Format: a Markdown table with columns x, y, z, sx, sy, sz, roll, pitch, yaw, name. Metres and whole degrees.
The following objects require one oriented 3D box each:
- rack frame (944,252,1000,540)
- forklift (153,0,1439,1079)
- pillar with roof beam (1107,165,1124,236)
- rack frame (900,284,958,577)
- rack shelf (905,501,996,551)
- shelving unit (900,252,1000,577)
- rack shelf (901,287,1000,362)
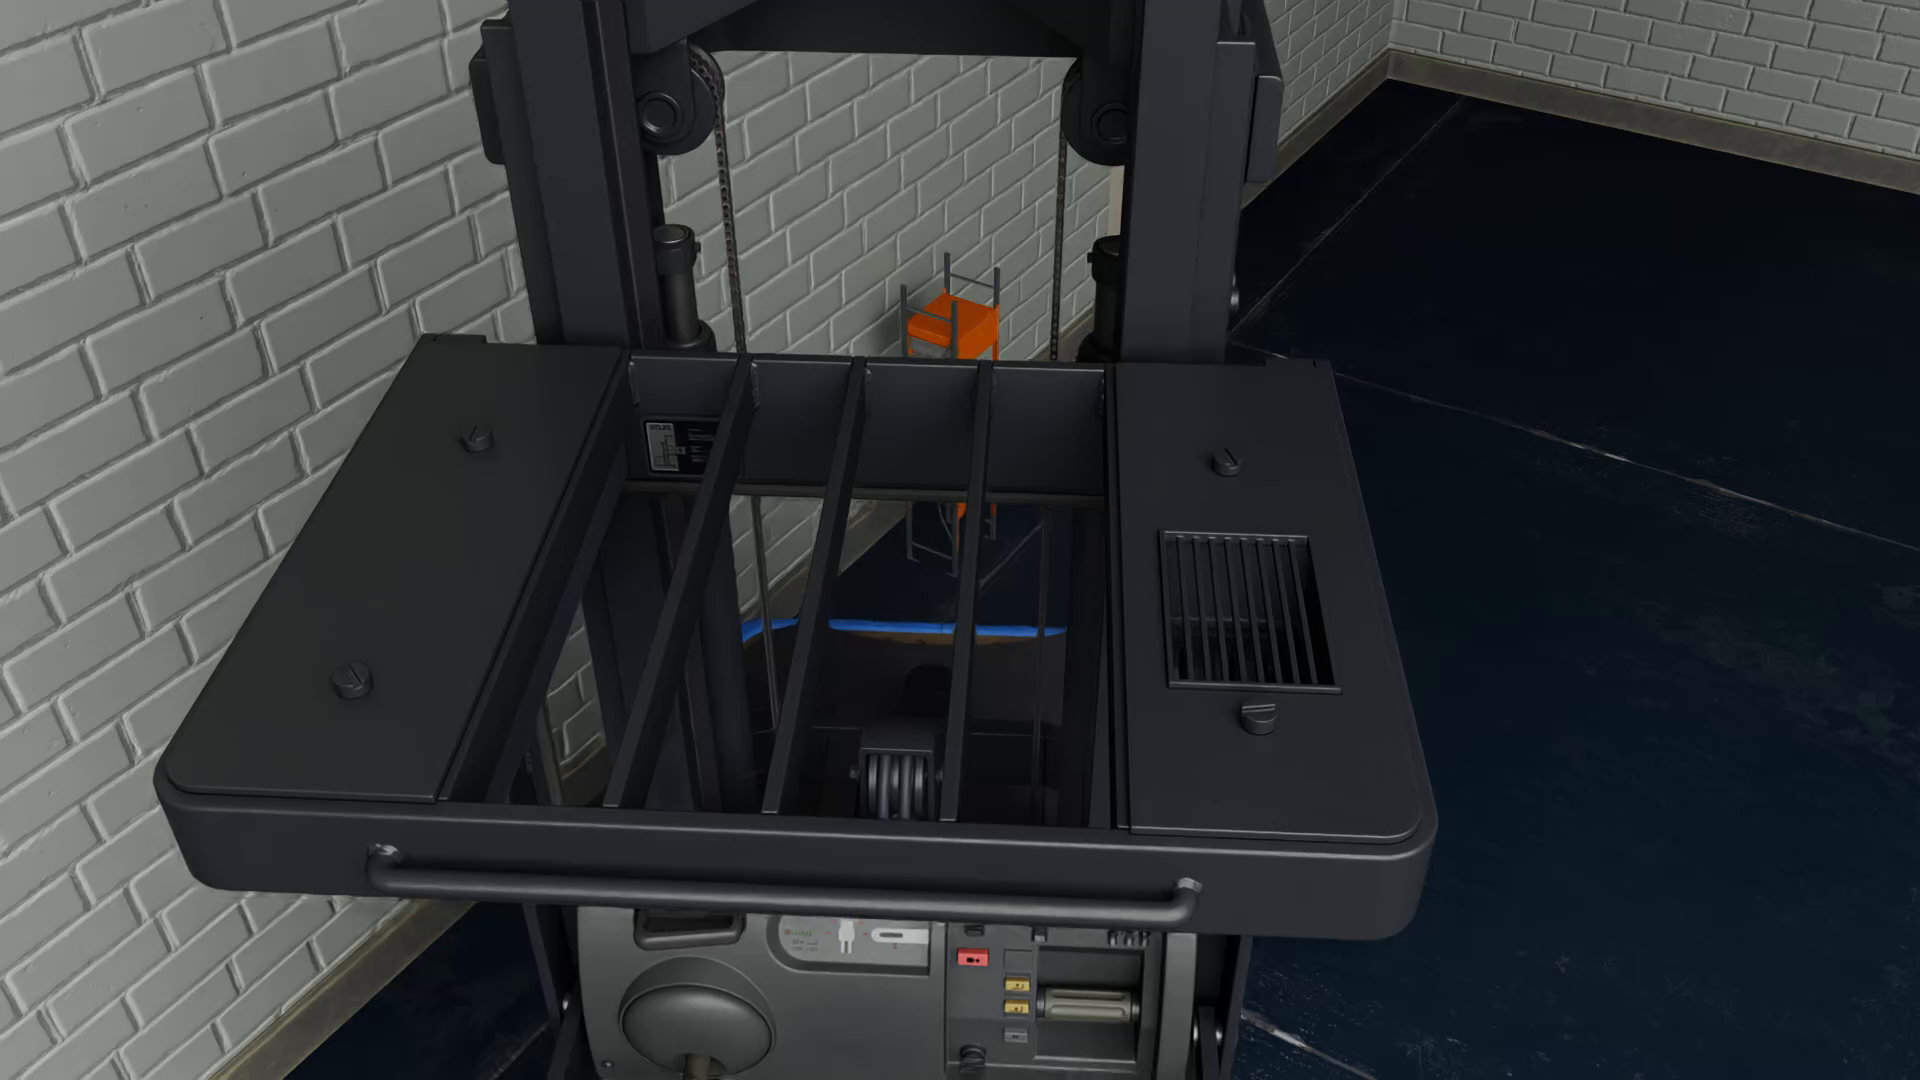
| x | y | z | sx | sy | sz | roll | pitch | yaw | name |
| --- | --- | --- | --- | --- | --- | --- | --- | --- | --- |
| 0.037 | -0.451 | 5.475 | 0.200 | 1.050 | 0.008 | 21 | 42 | 25 | rack frame |
| -0.123 | 0.769 | 2.351 | 1.130 | 2.935 | 3.031 | 2 | 38 | 3 | forklift |
| 4.451 | -3.083 | 2.378 | 9.100 | 9.000 | 0.400 | 21 | 42 | 25 | pillar with roof beam |
| -0.094 | -0.325 | 5.312 | 0.200 | 1.050 | 0.008 | 21 | 42 | 25 | rack frame |
| -0.029 | -0.160 | 5.570 | 0.215 | 0.259 | 0.240 | 21 | 42 | 25 | rack shelf |
| -0.029 | -0.388 | 5.394 | 0.215 | 1.050 | 0.252 | 21 | 42 | 25 | shelving unit |
| -0.029 | -0.605 | 5.227 | 0.215 | 0.259 | 0.240 | 21 | 42 | 25 | rack shelf |
